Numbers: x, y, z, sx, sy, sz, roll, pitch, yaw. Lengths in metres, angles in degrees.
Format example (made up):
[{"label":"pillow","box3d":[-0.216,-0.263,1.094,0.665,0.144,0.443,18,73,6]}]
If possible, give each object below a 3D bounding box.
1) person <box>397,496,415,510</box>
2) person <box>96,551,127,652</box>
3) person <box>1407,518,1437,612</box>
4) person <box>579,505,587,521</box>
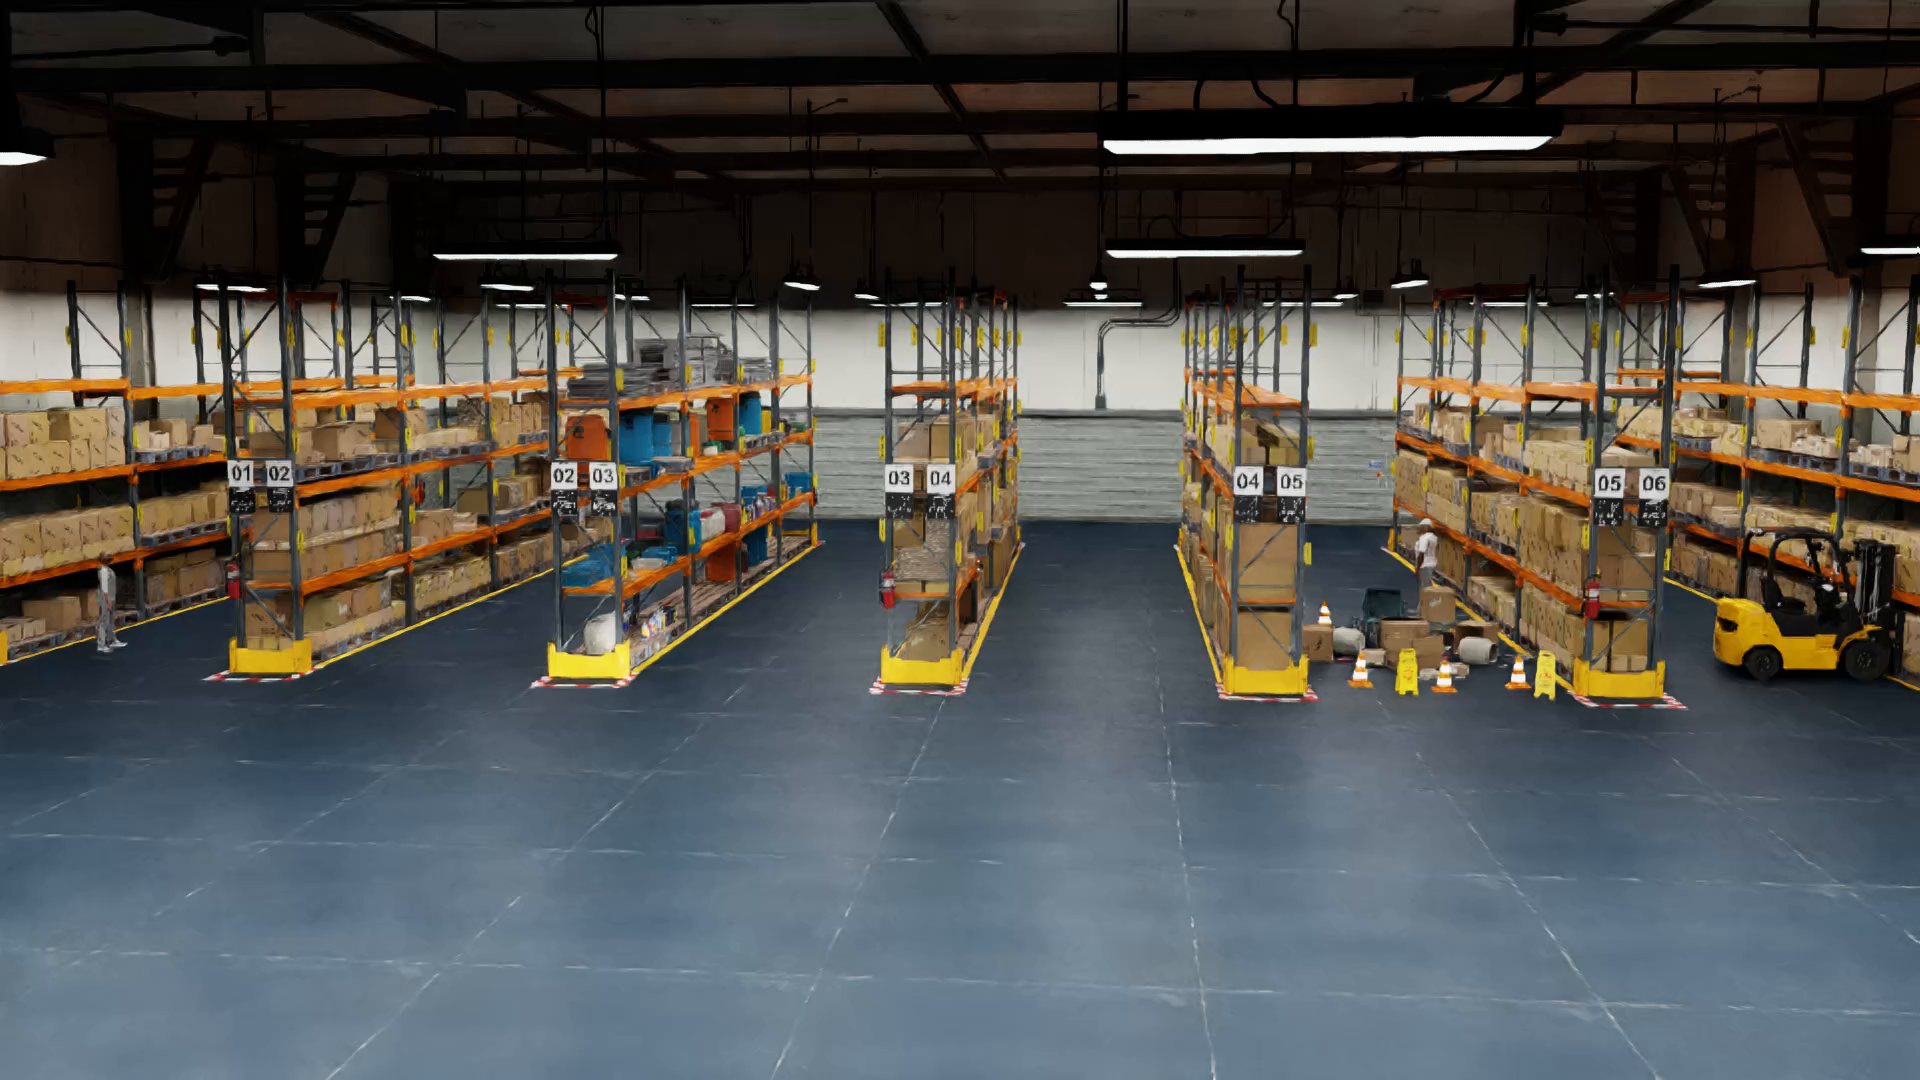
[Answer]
[{"label":"person","box3d":[-14.291,-1.032,42.930,0.559,1.634,0.697,6,9,42]},{"label":"person","box3d":[-13.624,0.967,26.632,0.419,1.603,0.504,-3,7,-22]},{"label":"person","box3d":[8.361,0.476,29.994,0.585,1.763,0.682,4,8,29]},{"label":"person","box3d":[-9.765,-1.174,43.722,0.552,1.724,1.037,2,7,14]}]
